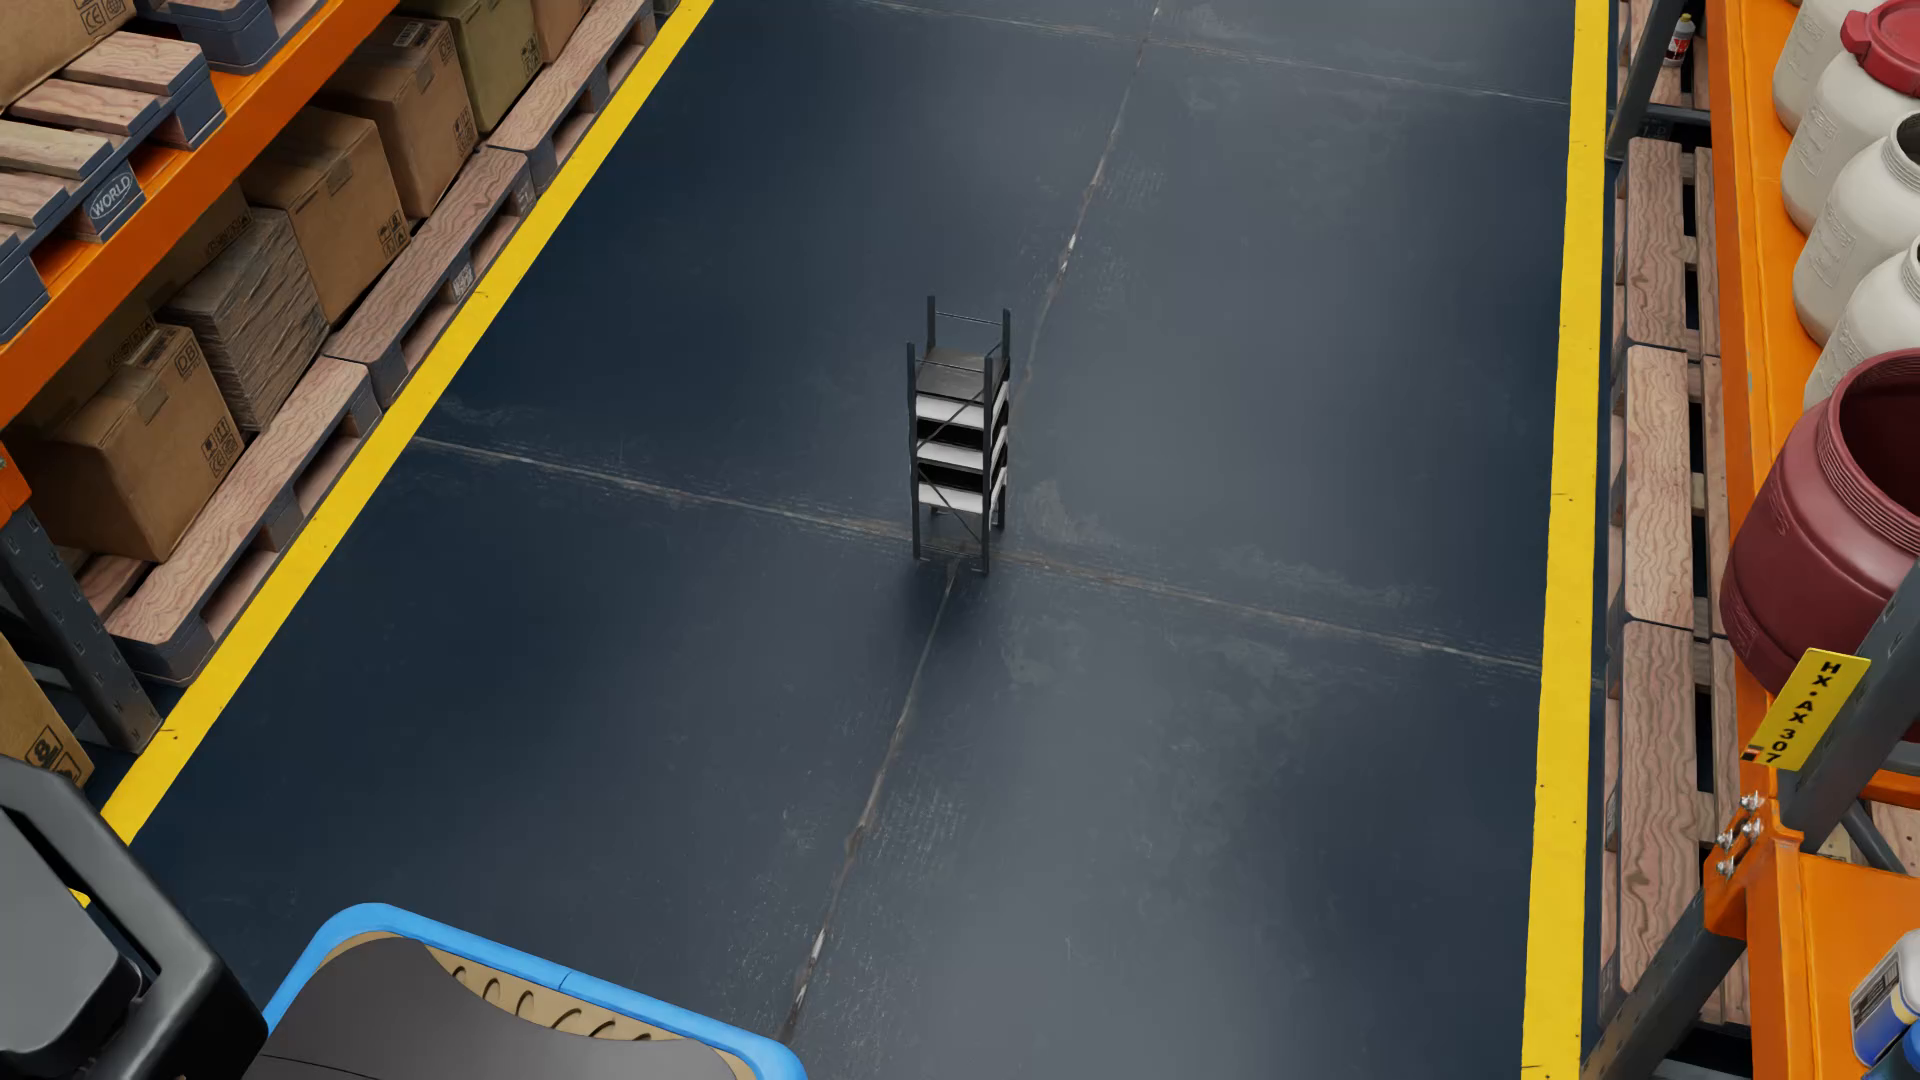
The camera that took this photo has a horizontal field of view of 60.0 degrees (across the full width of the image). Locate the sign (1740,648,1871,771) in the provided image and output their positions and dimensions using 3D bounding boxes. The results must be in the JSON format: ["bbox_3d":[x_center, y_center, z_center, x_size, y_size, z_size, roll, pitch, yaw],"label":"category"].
[{"bbox_3d":[1.459,0.297,2.878,0.100,0.325,0.005,12,50,10],"label":"sign"}]

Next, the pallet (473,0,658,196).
[{"bbox_3d":[-1.938,-1.930,6.812,1.003,0.211,1.213,12,50,10],"label":"pallet"}]

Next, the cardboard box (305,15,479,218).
[{"bbox_3d":[-2.207,-1.548,5.990,0.700,0.500,0.500,8,49,7],"label":"cardboard box"}]

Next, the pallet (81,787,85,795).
[{"bbox_3d":[-3.067,0.956,4.266,1.003,0.211,1.213,12,50,10],"label":"pallet"}]

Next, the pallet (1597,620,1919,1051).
[{"bbox_3d":[2.233,0.825,4.381,1.003,0.211,1.213,12,50,10],"label":"pallet"}]

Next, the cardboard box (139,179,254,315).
[{"bbox_3d":[-2.510,-0.965,4.975,0.500,0.250,0.500,17,51,14],"label":"cardboard box"}]

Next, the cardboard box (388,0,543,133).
[{"bbox_3d":[-2.060,-1.953,6.347,0.700,0.500,0.500,11,50,10],"label":"cardboard box"}]

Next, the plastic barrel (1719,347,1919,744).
[{"bbox_3d":[1.821,0.015,3.146,0.600,0.536,0.708,12,50,10],"label":"plastic barrel"}]

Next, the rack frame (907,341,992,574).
[{"bbox_3d":[-0.029,-0.218,4.843,0.240,0.900,0.006,12,50,10],"label":"rack frame"}]

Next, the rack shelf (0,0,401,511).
[{"bbox_3d":[-2.261,-1.731,5.257,1.077,0.370,4.000,12,50,10],"label":"rack shelf"}]

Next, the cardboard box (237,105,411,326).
[{"bbox_3d":[-2.354,-1.145,5.633,0.700,0.500,0.500,15,50,13],"label":"cardboard box"}]

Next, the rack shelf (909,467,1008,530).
[{"bbox_3d":[-0.002,-0.151,5.067,0.258,0.077,0.200,12,50,10],"label":"rack shelf"}]

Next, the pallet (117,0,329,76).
[{"bbox_3d":[-2.305,-1.899,5.053,1.003,0.211,1.213,12,50,10],"label":"pallet"}]

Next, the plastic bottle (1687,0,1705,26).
[{"bbox_3d":[2.936,-2.230,6.691,0.144,0.351,0.185,10,49,9],"label":"plastic bottle"}]

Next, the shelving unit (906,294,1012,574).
[{"bbox_3d":[-0.002,-0.292,4.907,0.258,0.900,0.210,12,50,10],"label":"shelving unit"}]

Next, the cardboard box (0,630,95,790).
[{"bbox_3d":[-2.989,0.537,3.913,1.225,0.875,0.875,9,49,8],"label":"cardboard box"}]

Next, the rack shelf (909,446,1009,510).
[{"bbox_3d":[-0.002,-0.210,5.000,0.258,0.077,0.200,12,50,10],"label":"rack shelf"}]

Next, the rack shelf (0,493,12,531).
[{"bbox_3d":[-3.313,1.162,2.703,1.077,0.370,4.000,12,50,10],"label":"rack shelf"}]

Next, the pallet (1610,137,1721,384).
[{"bbox_3d":[2.875,-0.940,5.939,1.003,0.211,1.213,12,50,10],"label":"pallet"}]

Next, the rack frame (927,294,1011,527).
[{"bbox_3d":[0.025,-0.365,4.972,0.240,0.900,0.006,12,50,10],"label":"rack frame"}]

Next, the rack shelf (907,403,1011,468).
[{"bbox_3d":[-0.002,-0.329,4.865,0.258,0.077,0.200,12,50,10],"label":"rack shelf"}]

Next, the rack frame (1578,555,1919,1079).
[{"bbox_3d":[1.991,0.455,2.848,1.000,3.000,0.127,12,50,10],"label":"rack frame"}]

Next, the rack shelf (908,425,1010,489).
[{"bbox_3d":[-0.002,-0.270,4.932,0.258,0.077,0.200,12,50,10],"label":"rack shelf"}]

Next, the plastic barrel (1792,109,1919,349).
[{"bbox_3d":[2.167,-0.673,3.769,0.421,0.512,0.421,0,49,0],"label":"plastic barrel"}]

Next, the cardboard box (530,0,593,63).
[{"bbox_3d":[-1.917,-2.294,6.648,0.700,0.500,0.500,8,49,7],"label":"cardboard box"}]

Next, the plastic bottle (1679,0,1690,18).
[{"bbox_3d":[2.853,-2.098,6.619,0.061,0.283,0.133,14,50,12],"label":"plastic bottle"}]

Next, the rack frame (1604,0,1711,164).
[{"bbox_3d":[3.044,-2.438,5.401,1.000,3.000,0.127,12,50,10],"label":"rack frame"}]

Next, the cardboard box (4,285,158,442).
[{"bbox_3d":[-2.640,-0.580,4.634,0.500,0.250,0.500,13,50,12],"label":"cardboard box"}]

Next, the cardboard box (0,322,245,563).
[{"bbox_3d":[-2.630,-0.329,4.914,0.700,0.500,0.500,9,49,8],"label":"cardboard box"}]

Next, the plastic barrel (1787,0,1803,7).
[{"bbox_3d":[2.581,-1.835,4.778,0.433,0.535,0.433,0,49,0],"label":"plastic barrel"}]

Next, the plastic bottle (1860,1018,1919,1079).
[{"bbox_3d":[1.509,0.825,2.607,0.097,0.271,0.097,0,49,0],"label":"plastic bottle"}]

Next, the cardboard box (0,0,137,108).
[{"bbox_3d":[-2.633,-1.516,4.241,0.700,0.500,0.500,18,51,16],"label":"cardboard box"}]

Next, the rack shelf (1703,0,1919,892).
[{"bbox_3d":[2.518,-0.754,4.394,1.077,0.370,4.000,12,50,10],"label":"rack shelf"}]

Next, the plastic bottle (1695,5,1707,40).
[{"bbox_3d":[3.075,-2.202,6.666,0.144,0.351,0.185,12,50,10],"label":"plastic bottle"}]

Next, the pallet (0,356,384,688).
[{"bbox_3d":[-2.580,-0.165,5.255,1.003,0.211,1.213,12,50,10],"label":"pallet"}]

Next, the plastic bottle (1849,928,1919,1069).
[{"bbox_3d":[1.566,0.745,2.674,0.152,0.276,0.135,12,50,10],"label":"plastic bottle"}]

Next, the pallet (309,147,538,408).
[{"bbox_3d":[-2.257,-1.044,6.031,1.003,0.211,1.213,12,50,10],"label":"pallet"}]

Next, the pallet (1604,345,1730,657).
[{"bbox_3d":[2.556,-0.055,5.157,1.003,0.211,1.213,12,50,10],"label":"pallet"}]

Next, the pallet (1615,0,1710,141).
[{"bbox_3d":[3.261,-1.993,6.868,1.003,0.211,1.213,12,50,10],"label":"pallet"}]

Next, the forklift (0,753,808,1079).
[{"bbox_3d":[-1.237,1.589,1.892,1.130,2.935,3.031,15,50,13],"label":"forklift"}]

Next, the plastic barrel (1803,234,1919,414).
[{"bbox_3d":[2.056,-0.368,3.500,0.421,0.512,0.421,0,49,0],"label":"plastic barrel"}]

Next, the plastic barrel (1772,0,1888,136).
[{"bbox_3d":[2.388,-1.304,4.309,0.433,0.535,0.433,0,49,0],"label":"plastic barrel"}]

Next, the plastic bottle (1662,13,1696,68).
[{"bbox_3d":[2.839,-1.982,6.571,0.097,0.201,0.097,0,49,0],"label":"plastic bottle"}]

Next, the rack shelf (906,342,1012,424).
[{"bbox_3d":[-0.002,-0.449,4.730,0.258,0.077,0.200,12,50,10],"label":"rack shelf"}]

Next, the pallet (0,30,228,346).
[{"bbox_3d":[-2.702,-0.995,4.256,1.213,0.211,1.003,12,50,10],"label":"pallet"}]

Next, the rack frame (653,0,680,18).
[{"bbox_3d":[-1.734,-3.416,6.264,1.000,3.000,0.127,12,50,10],"label":"rack frame"}]

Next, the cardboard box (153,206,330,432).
[{"bbox_3d":[-2.496,-0.733,5.270,0.700,0.500,0.500,8,49,7],"label":"cardboard box"}]

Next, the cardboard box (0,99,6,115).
[{"bbox_3d":[-2.683,-1.093,3.867,0.500,0.500,0.500,6,49,5],"label":"cardboard box"}]

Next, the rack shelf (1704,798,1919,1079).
[{"bbox_3d":[1.465,2.140,1.841,1.077,0.370,4.000,12,50,10],"label":"rack shelf"}]

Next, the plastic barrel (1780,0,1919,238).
[{"bbox_3d":[2.274,-0.991,4.033,0.433,0.535,0.433,0,49,0],"label":"plastic barrel"}]

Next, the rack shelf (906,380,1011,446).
[{"bbox_3d":[-0.002,-0.389,4.797,0.258,0.077,0.200,12,50,10],"label":"rack shelf"}]

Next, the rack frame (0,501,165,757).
[{"bbox_3d":[-2.787,-0.522,3.710,1.000,3.000,0.127,12,50,10],"label":"rack frame"}]
